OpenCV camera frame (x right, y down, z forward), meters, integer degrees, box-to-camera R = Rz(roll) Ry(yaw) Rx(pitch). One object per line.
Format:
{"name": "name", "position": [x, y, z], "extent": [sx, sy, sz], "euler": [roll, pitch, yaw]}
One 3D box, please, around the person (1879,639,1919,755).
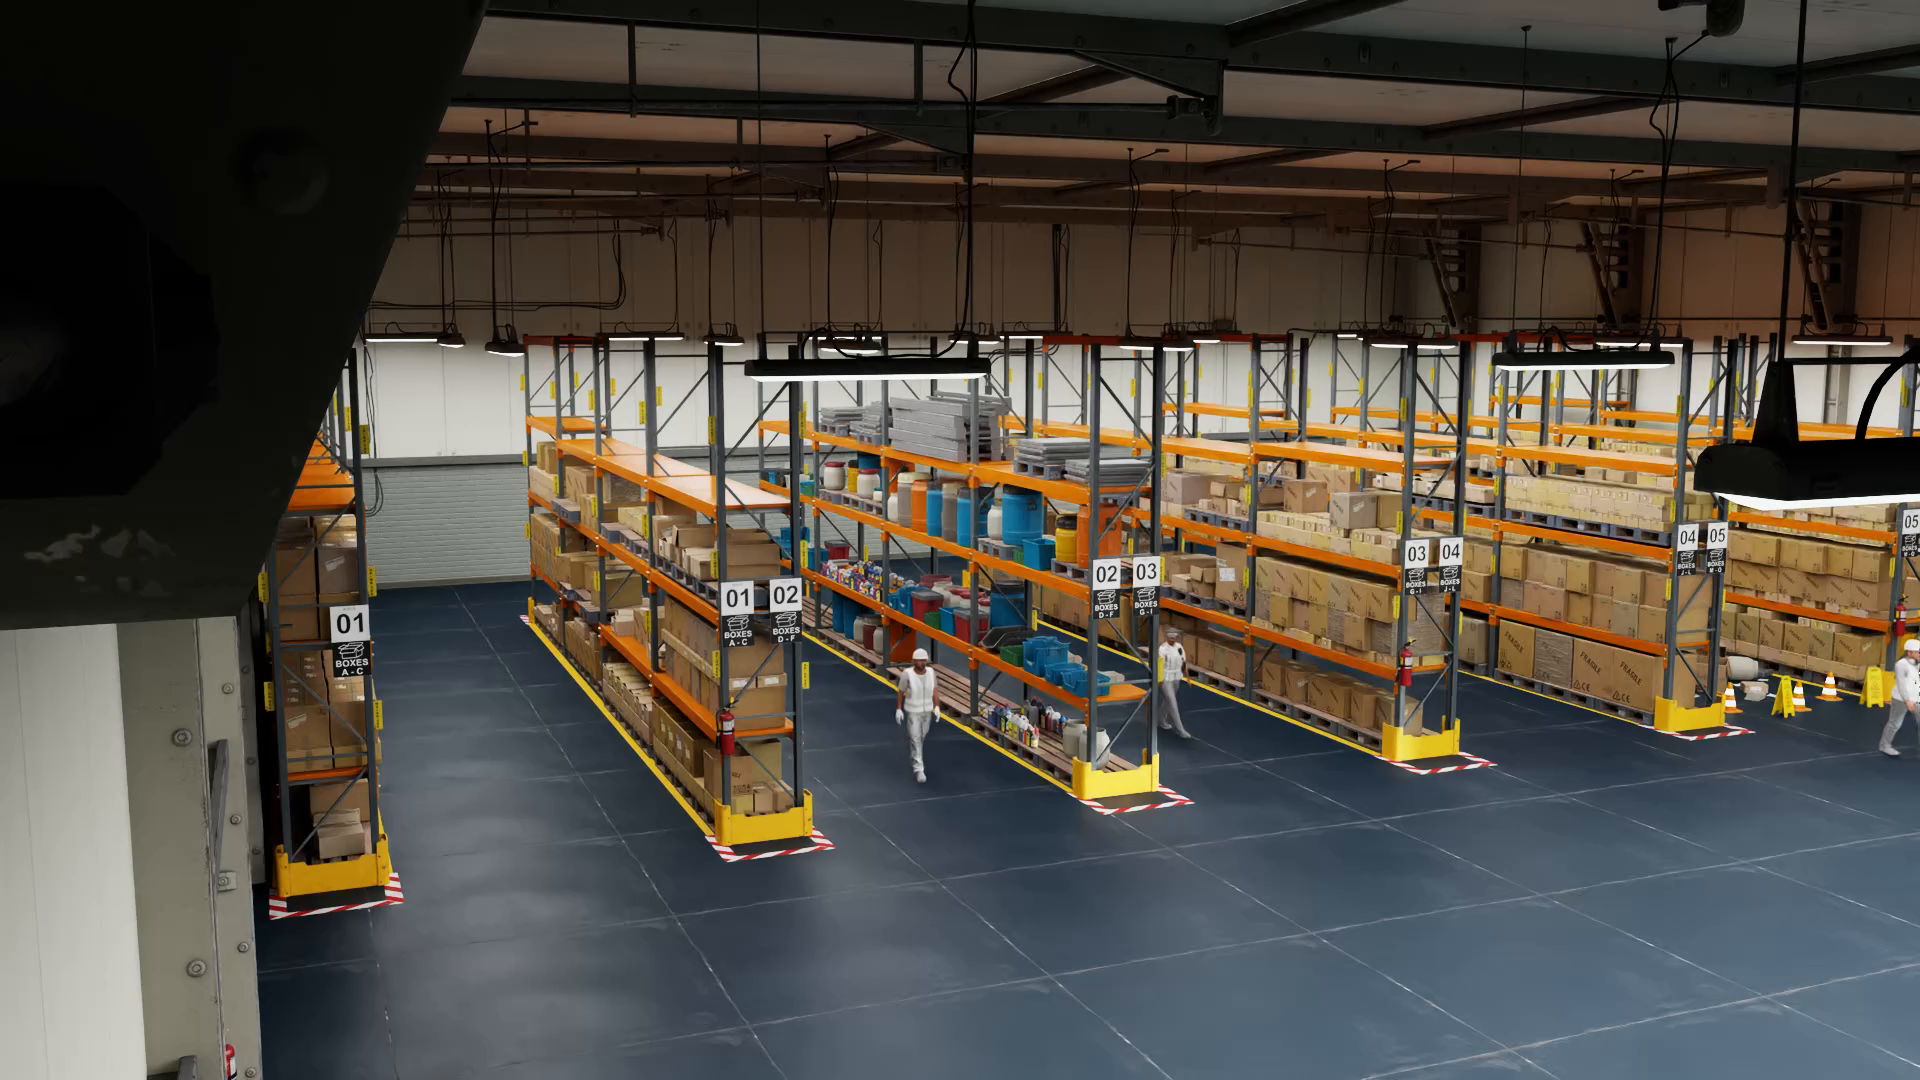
{"name": "person", "position": [13.672, 2.287, 23.821], "extent": [0.569, 1.727, 0.960], "euler": [-2, 8, -17]}

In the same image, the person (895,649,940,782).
{"name": "person", "position": [-0.548, 2.388, 23.096], "extent": [0.599, 1.766, 0.860], "euler": [-5, 9, -31]}

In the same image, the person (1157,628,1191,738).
{"name": "person", "position": [3.253, 2.139, 25.340], "extent": [0.474, 1.633, 0.928], "euler": [-4, 9, -30]}
